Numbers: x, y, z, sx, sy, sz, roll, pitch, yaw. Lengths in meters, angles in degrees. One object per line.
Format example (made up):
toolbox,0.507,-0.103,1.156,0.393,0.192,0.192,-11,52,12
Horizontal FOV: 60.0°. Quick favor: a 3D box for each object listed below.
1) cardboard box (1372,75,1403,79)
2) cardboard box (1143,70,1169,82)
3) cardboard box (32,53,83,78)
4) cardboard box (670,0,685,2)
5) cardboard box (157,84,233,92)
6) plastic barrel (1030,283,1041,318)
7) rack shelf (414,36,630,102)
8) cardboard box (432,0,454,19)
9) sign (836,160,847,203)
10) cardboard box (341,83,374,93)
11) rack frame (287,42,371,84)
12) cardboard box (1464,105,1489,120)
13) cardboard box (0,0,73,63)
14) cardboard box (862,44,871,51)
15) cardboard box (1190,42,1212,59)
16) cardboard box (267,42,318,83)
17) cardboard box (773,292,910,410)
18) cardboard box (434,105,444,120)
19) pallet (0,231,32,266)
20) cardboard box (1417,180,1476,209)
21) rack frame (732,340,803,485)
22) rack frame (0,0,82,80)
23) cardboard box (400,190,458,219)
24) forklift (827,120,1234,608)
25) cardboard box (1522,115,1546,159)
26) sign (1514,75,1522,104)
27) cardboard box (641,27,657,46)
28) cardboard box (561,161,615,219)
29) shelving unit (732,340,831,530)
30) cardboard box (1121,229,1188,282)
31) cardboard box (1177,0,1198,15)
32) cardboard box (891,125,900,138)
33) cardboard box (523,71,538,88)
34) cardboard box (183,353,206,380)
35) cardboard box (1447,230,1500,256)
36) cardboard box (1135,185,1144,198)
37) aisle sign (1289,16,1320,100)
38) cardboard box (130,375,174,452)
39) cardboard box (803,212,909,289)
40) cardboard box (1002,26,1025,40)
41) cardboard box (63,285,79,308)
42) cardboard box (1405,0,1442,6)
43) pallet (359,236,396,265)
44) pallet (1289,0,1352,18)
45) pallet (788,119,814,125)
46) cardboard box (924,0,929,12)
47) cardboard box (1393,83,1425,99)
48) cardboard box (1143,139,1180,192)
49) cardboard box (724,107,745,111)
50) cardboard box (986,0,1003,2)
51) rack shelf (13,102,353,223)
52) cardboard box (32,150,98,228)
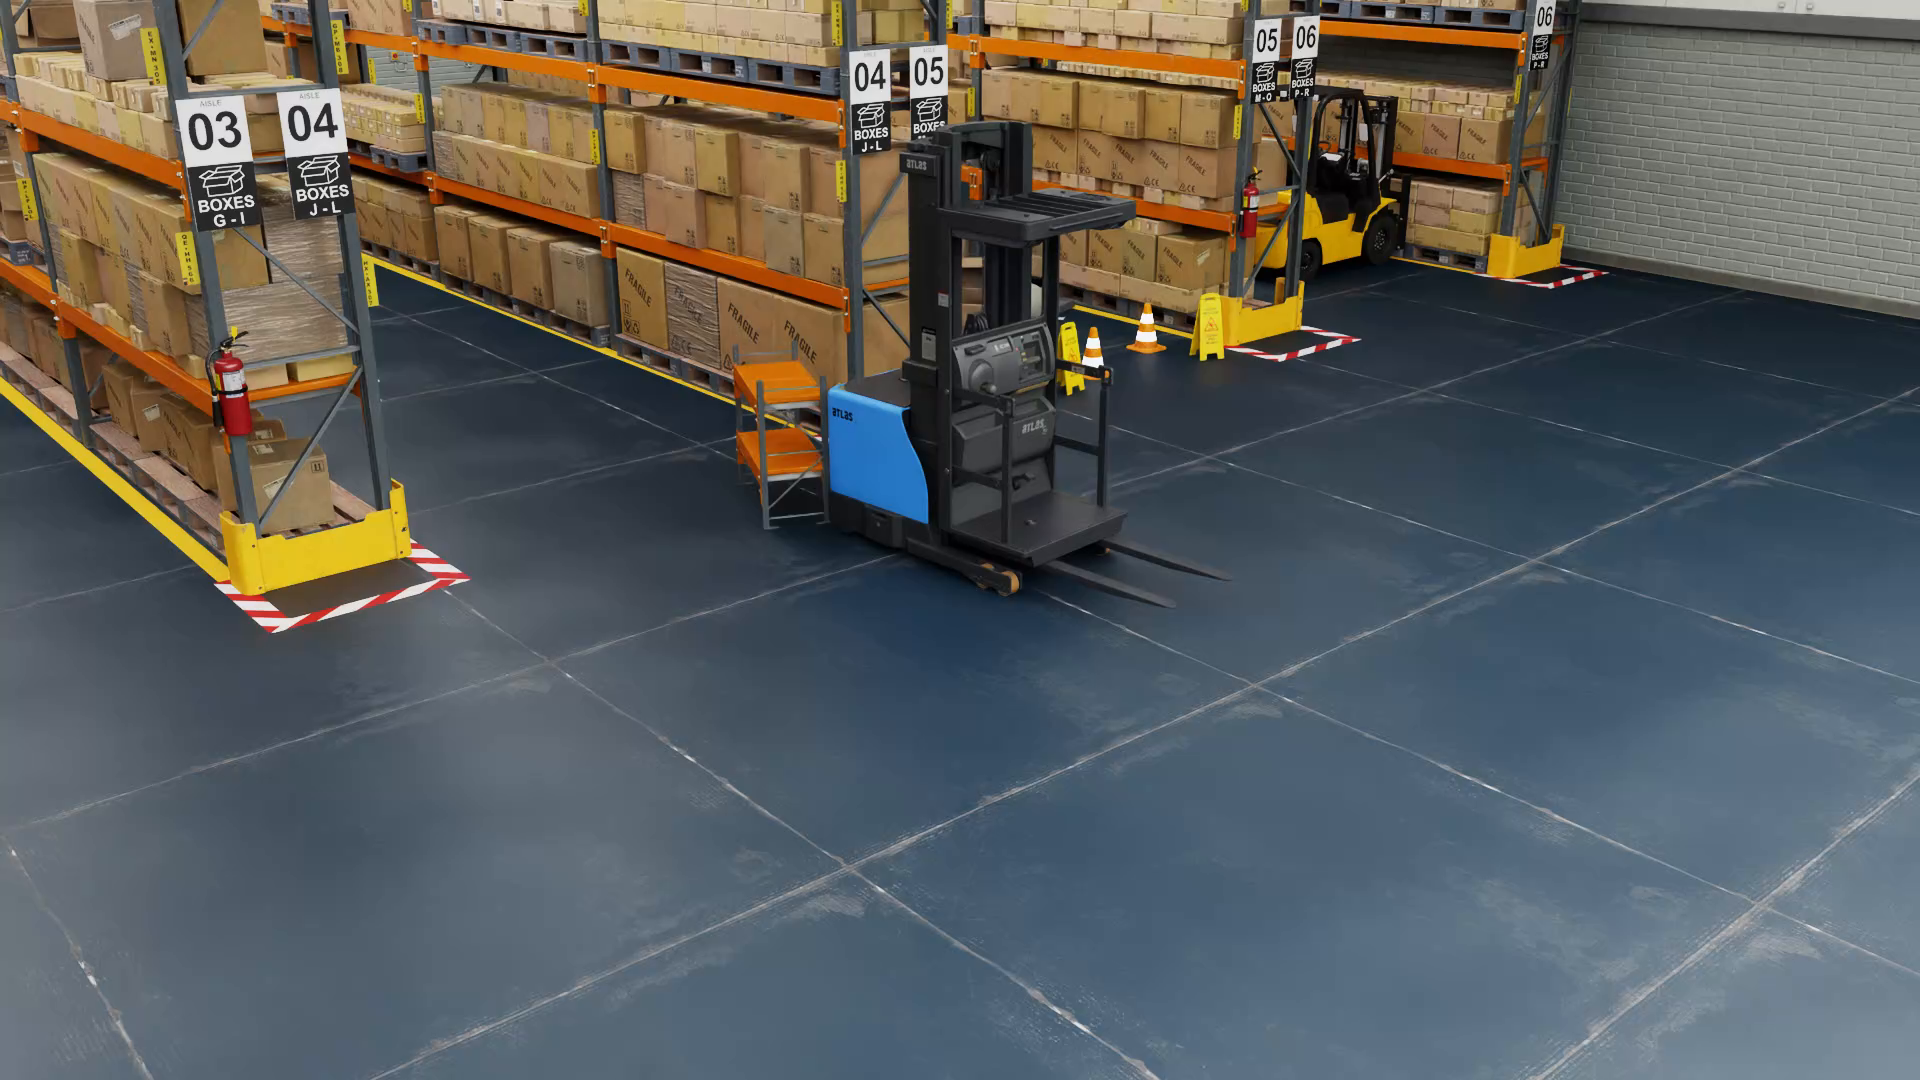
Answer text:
cardboard box,5.556,-5.939,21.599,0.380,0.149,0.250,-18,28,-38
cardboard box,2.828,-6.620,23.747,0.380,0.149,0.250,-18,28,-39
cardboard box,-6.754,-3.579,12.556,0.380,0.149,0.250,-19,28,-40
cardboard box,-2.323,-4.801,14.553,0.380,0.149,0.250,-17,27,-37
cardboard box,-4.846,-2.797,10.558,0.380,0.149,0.250,-19,28,-39
plastic barrel,0.665,-2.552,17.920,0.512,0.421,0.421,0,21,-1
rack shelf,-4.441,-5.055,17.650,1.077,0.370,4.000,-17,27,-37
cardboard box,-5.440,-5.890,18.206,0.500,0.311,0.500,-17,27,-37
sign,-0.944,-2.859,13.259,0.100,0.325,0.005,-17,27,-37
cardboard box,-7.947,-5.942,21.994,0.380,0.149,0.250,-16,26,-35
rack frame,-8.357,-5.651,22.298,1.000,3.000,0.127,-17,27,-37
cardboard box,6.290,-5.165,20.032,0.380,0.149,0.250,-17,27,-37
cardboard box,-7.806,-4.341,14.125,0.797,0.503,0.637,-16,27,-35
cardboard box,-0.672,-4.098,13.853,0.380,0.149,0.250,-17,27,-37
cardboard box,2.528,-4.914,16.649,0.380,0.149,0.250,-17,27,-37
cardboard box,-8.869,-6.367,22.210,0.500,0.500,0.500,-19,28,-39
cardboard box,-1.017,-1.713,14.582,0.875,0.875,0.875,-17,27,-37
cardboard box,-6.078,-5.148,19.969,0.380,0.149,0.250,-18,28,-39
pallet,-8.246,-2.766,15.196,1.003,0.211,1.213,-17,27,-37
cardboard box,6.043,-4.298,20.667,0.500,0.250,0.500,-17,27,-36
rack frame,-1.495,-0.985,12.957,0.500,1.125,0.032,-6,22,-16
rack frame,-6.959,-5.081,12.617,1.000,3.000,0.127,-17,27,-37
cardboard box,-6.391,-4.053,20.042,0.500,0.250,0.500,-18,28,-39
forklift,0.453,-1.207,11.046,3.031,2.935,1.130,19,28,40
cardboard box,6.805,-4.974,20.433,0.500,0.500,0.500,-16,27,-36
sign,6.498,-5.248,19.358,0.100,0.325,0.005,-17,27,-37
cardboard box,-2.659,-4.571,15.060,0.380,0.149,0.250,-18,28,-38
cardboard box,-3.678,-3.567,16.842,0.500,0.500,0.500,-18,27,-38
shelving unit,-1.348,-0.808,12.504,0.538,1.125,1.048,-6,22,-16
cardboard box,2.096,-3.109,17.974,0.500,0.500,0.500,-16,27,-36
cardboard box,2.396,-5.362,16.700,0.380,0.149,0.250,-18,28,-38
cardboard box,-0.651,-5.087,20.627,0.380,0.149,0.250,-17,27,-37
cardboard box,-6.837,-7.674,27.328,0.500,0.500,0.500,-18,28,-38
cardboard box,-5.055,-1.221,11.333,0.380,0.149,0.250,-17,27,-37
cardboard box,6.372,-3.694,20.497,0.500,0.250,0.500,-17,27,-37
cardboard box,2.102,-3.765,17.827,0.380,0.149,0.250,-17,27,-37
aisle sign,3.435,-4.809,16.584,0.394,0.787,0.004,-17,27,-37
cardboard box,-6.348,-1.043,13.385,0.500,0.500,0.500,-9,23,-21
cardboard box,-0.801,-2.497,14.040,0.875,0.550,0.550,-17,27,-37
cardboard box,0.693,-5.696,18.644,0.380,0.149,0.250,-17,27,-37
cardboard box,-6.893,-1.967,13.238,0.380,0.149,0.250,-17,27,-37
cardboard box,5.852,-6.781,20.220,0.700,0.500,0.500,-17,27,-37
pallet,-7.047,-3.800,21.397,1.003,0.211,1.213,-17,27,-37
pallet,4.883,-6.955,21.637,1.003,0.211,1.213,-17,27,-37
pallet,-1.516,-5.491,22.153,1.213,0.211,1.003,-17,27,-37
cardboard box,-0.268,-6.437,19.822,0.500,0.250,0.500,-17,27,-37
cardboard box,5.615,-5.589,20.706,0.380,0.149,0.250,-17,27,-36
cardboard box,2.274,-3.950,17.412,0.500,0.500,0.500,-17,27,-37
cardboard box,-2.934,-5.897,23.133,0.500,0.250,0.500,-17,27,-37
cardboard box,0.507,-6.133,18.667,0.380,0.149,0.250,-18,28,-38
rack shelf,-5.653,-2.797,11.885,1.077,0.370,4.000,-17,27,-37
cardboard box,-6.857,-2.753,12.985,0.500,0.500,0.500,-17,27,-37
